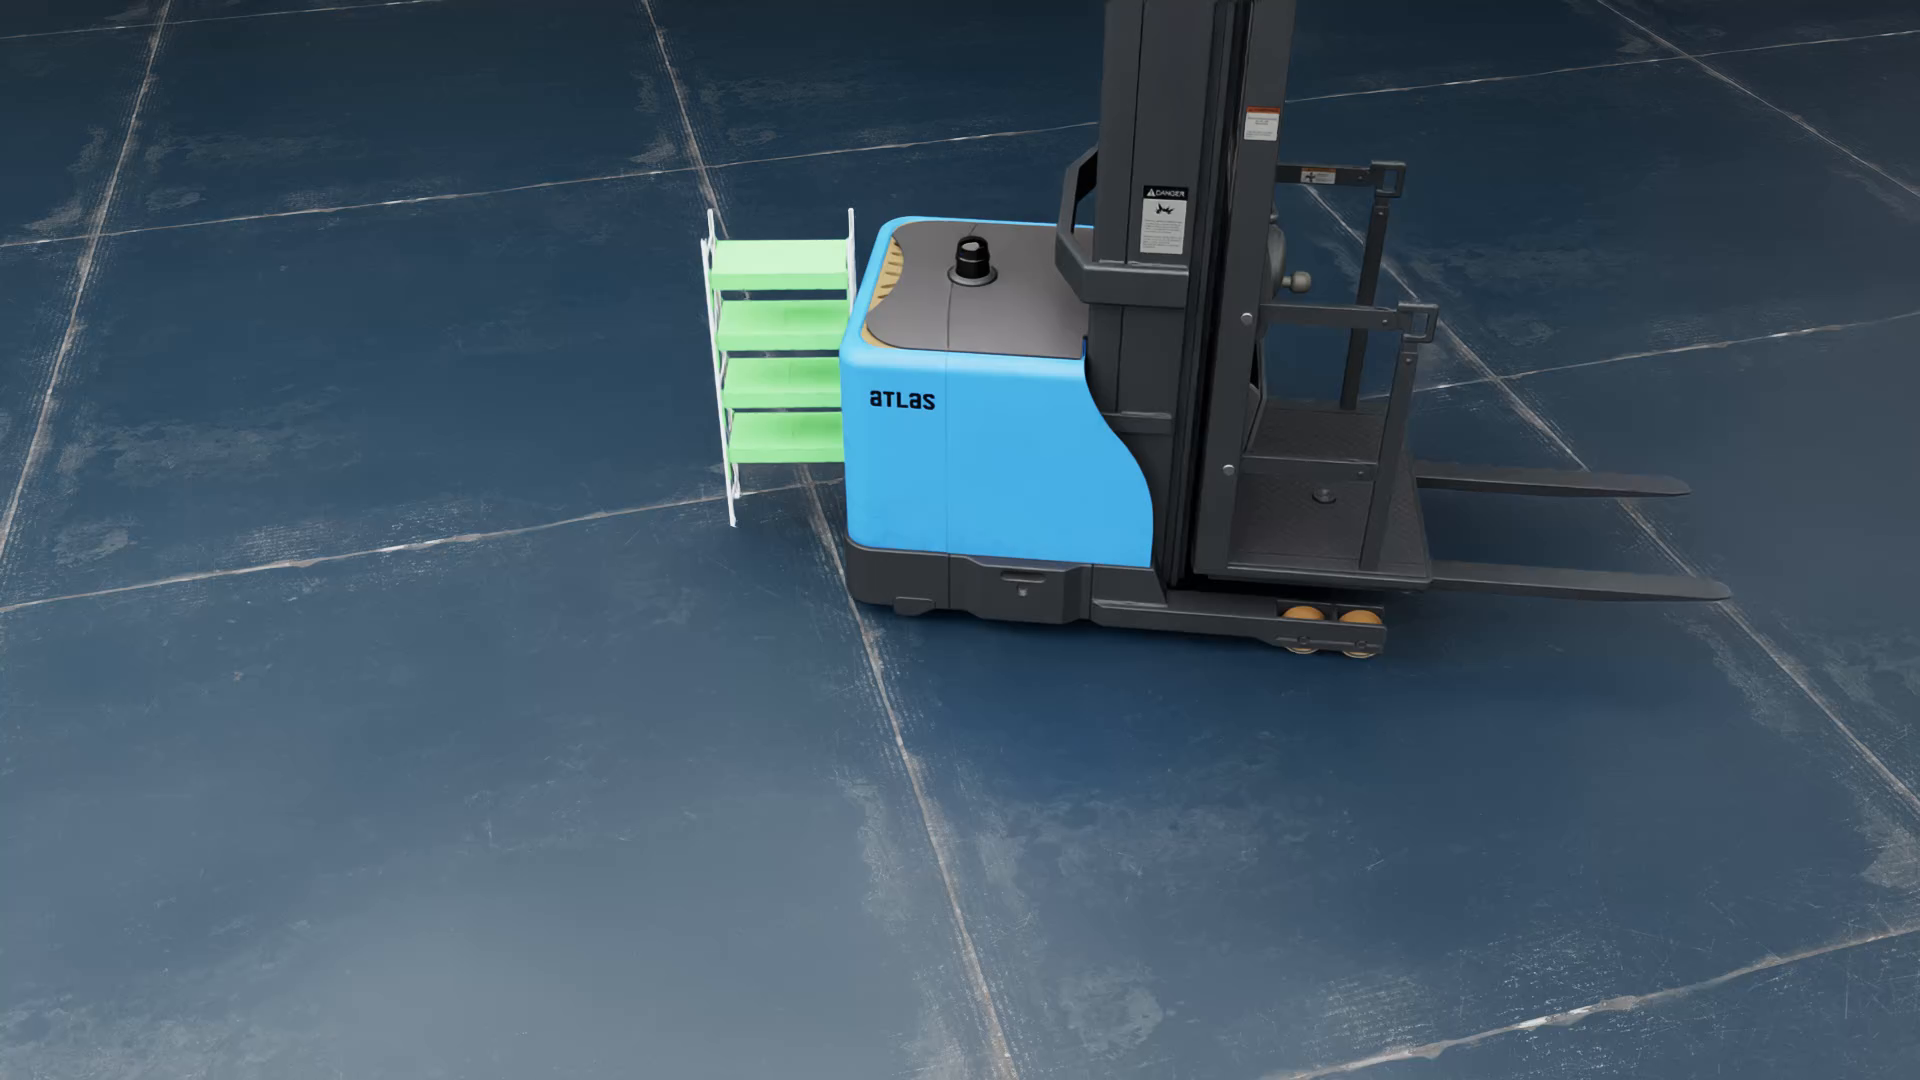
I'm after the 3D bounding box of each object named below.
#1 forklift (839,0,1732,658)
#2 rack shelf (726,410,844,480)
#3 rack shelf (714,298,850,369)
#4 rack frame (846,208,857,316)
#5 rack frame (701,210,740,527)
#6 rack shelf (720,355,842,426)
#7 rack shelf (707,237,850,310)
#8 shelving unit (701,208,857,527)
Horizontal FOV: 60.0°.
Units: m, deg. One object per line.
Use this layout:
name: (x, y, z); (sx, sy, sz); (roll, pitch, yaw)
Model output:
forklift: (1.151, -1.101, 5.277); (3.031, 2.935, 1.130); (4, 38, 5)
rack shelf: (-0.621, -0.360, 6.233); (0.480, 0.148, 0.258); (-1, 37, -1)
rack shelf: (-0.621, -0.741, 5.941); (0.480, 0.148, 0.258); (-1, 37, -1)
rack frame: (-0.377, -0.604, 6.052); (0.015, 1.200, 0.240); (-1, 37, -1)
rack frame: (-0.865, -0.598, 6.044); (0.015, 1.200, 0.240); (-1, 37, -1)
rack shelf: (-0.621, -0.550, 6.087); (0.480, 0.148, 0.258); (-1, 37, -1)
rack shelf: (-0.621, -0.931, 5.795); (0.480, 0.148, 0.258); (-1, 37, -1)
shelving unit: (-0.621, -0.601, 6.048); (0.503, 1.200, 0.258); (-1, 37, -1)
